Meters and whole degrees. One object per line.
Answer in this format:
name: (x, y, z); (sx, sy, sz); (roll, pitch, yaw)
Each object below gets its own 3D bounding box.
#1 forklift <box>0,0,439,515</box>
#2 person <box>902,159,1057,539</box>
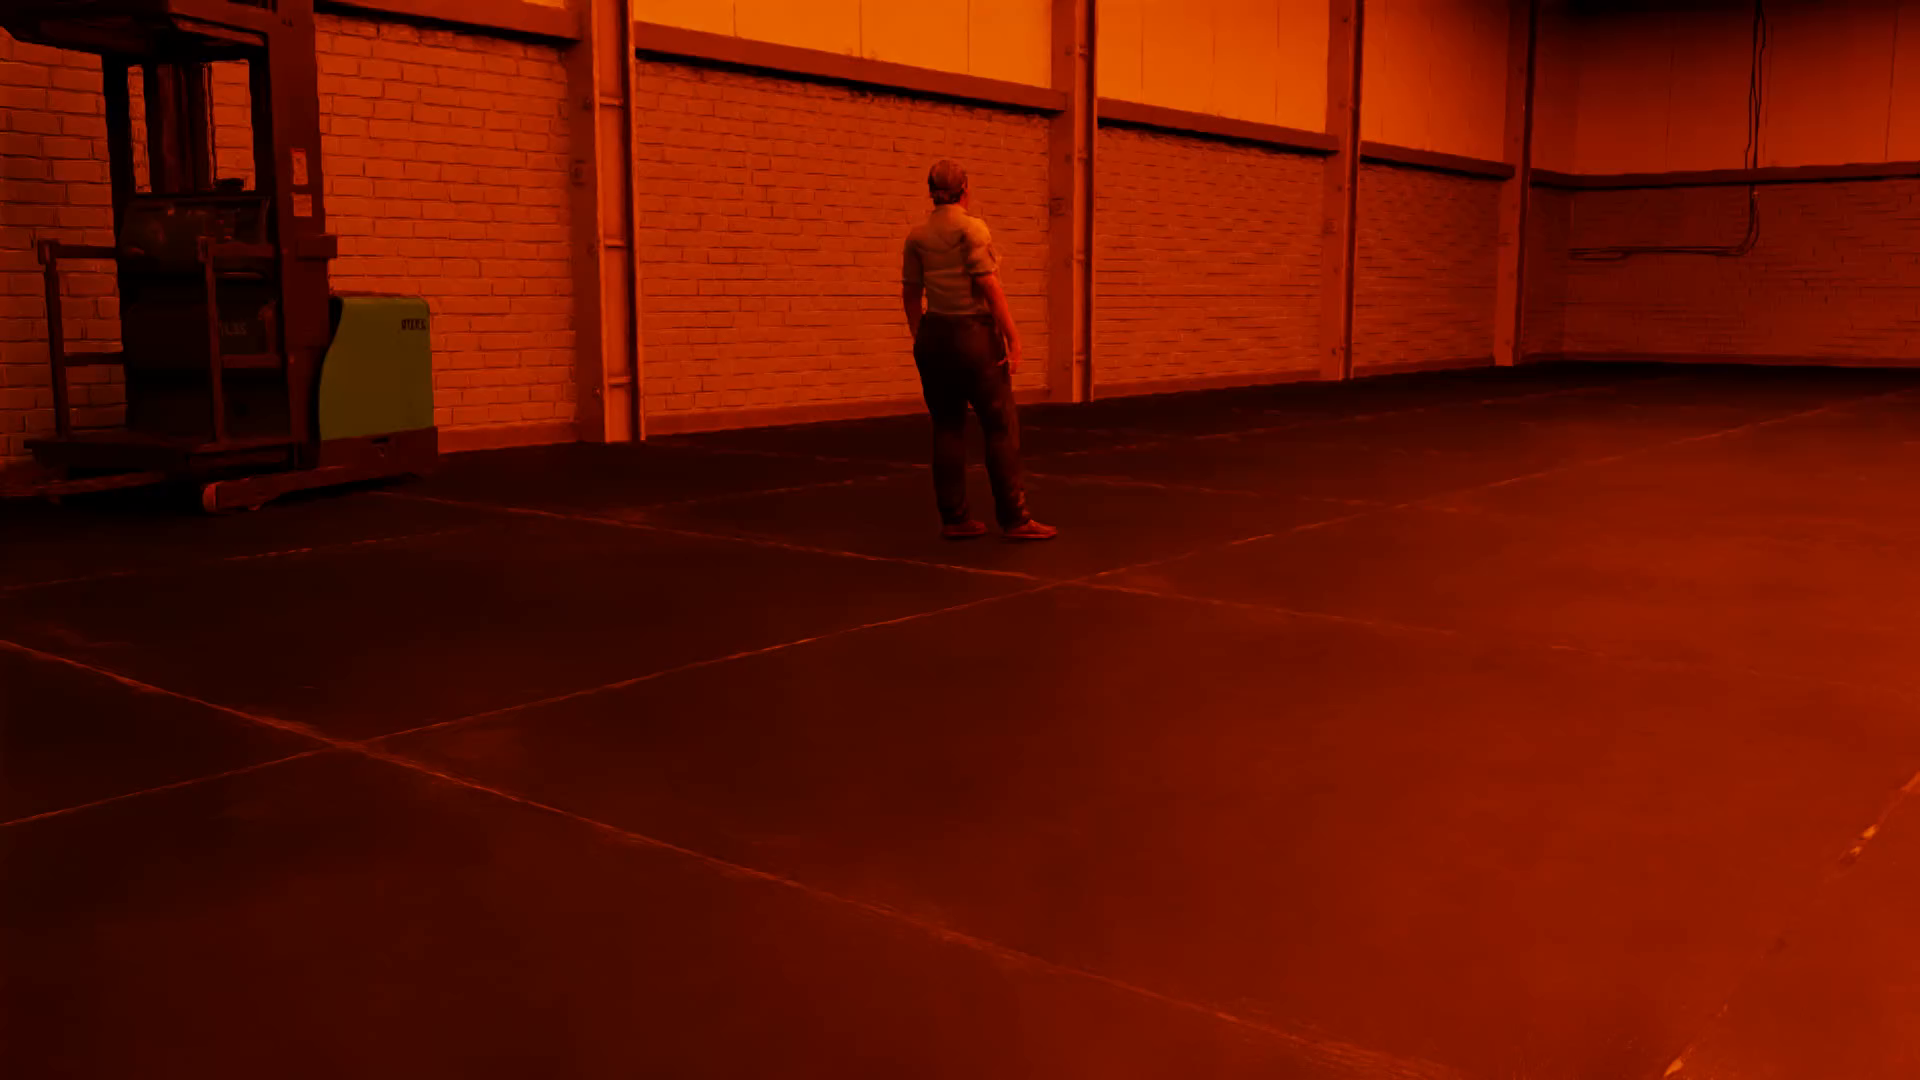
forklift: (-4.052, -1.638, 8.472); (1.130, 2.935, 3.031); (3, 9, 19)
person: (0.074, -0.825, 7.340); (0.599, 1.640, 0.502); (7, 11, 38)
